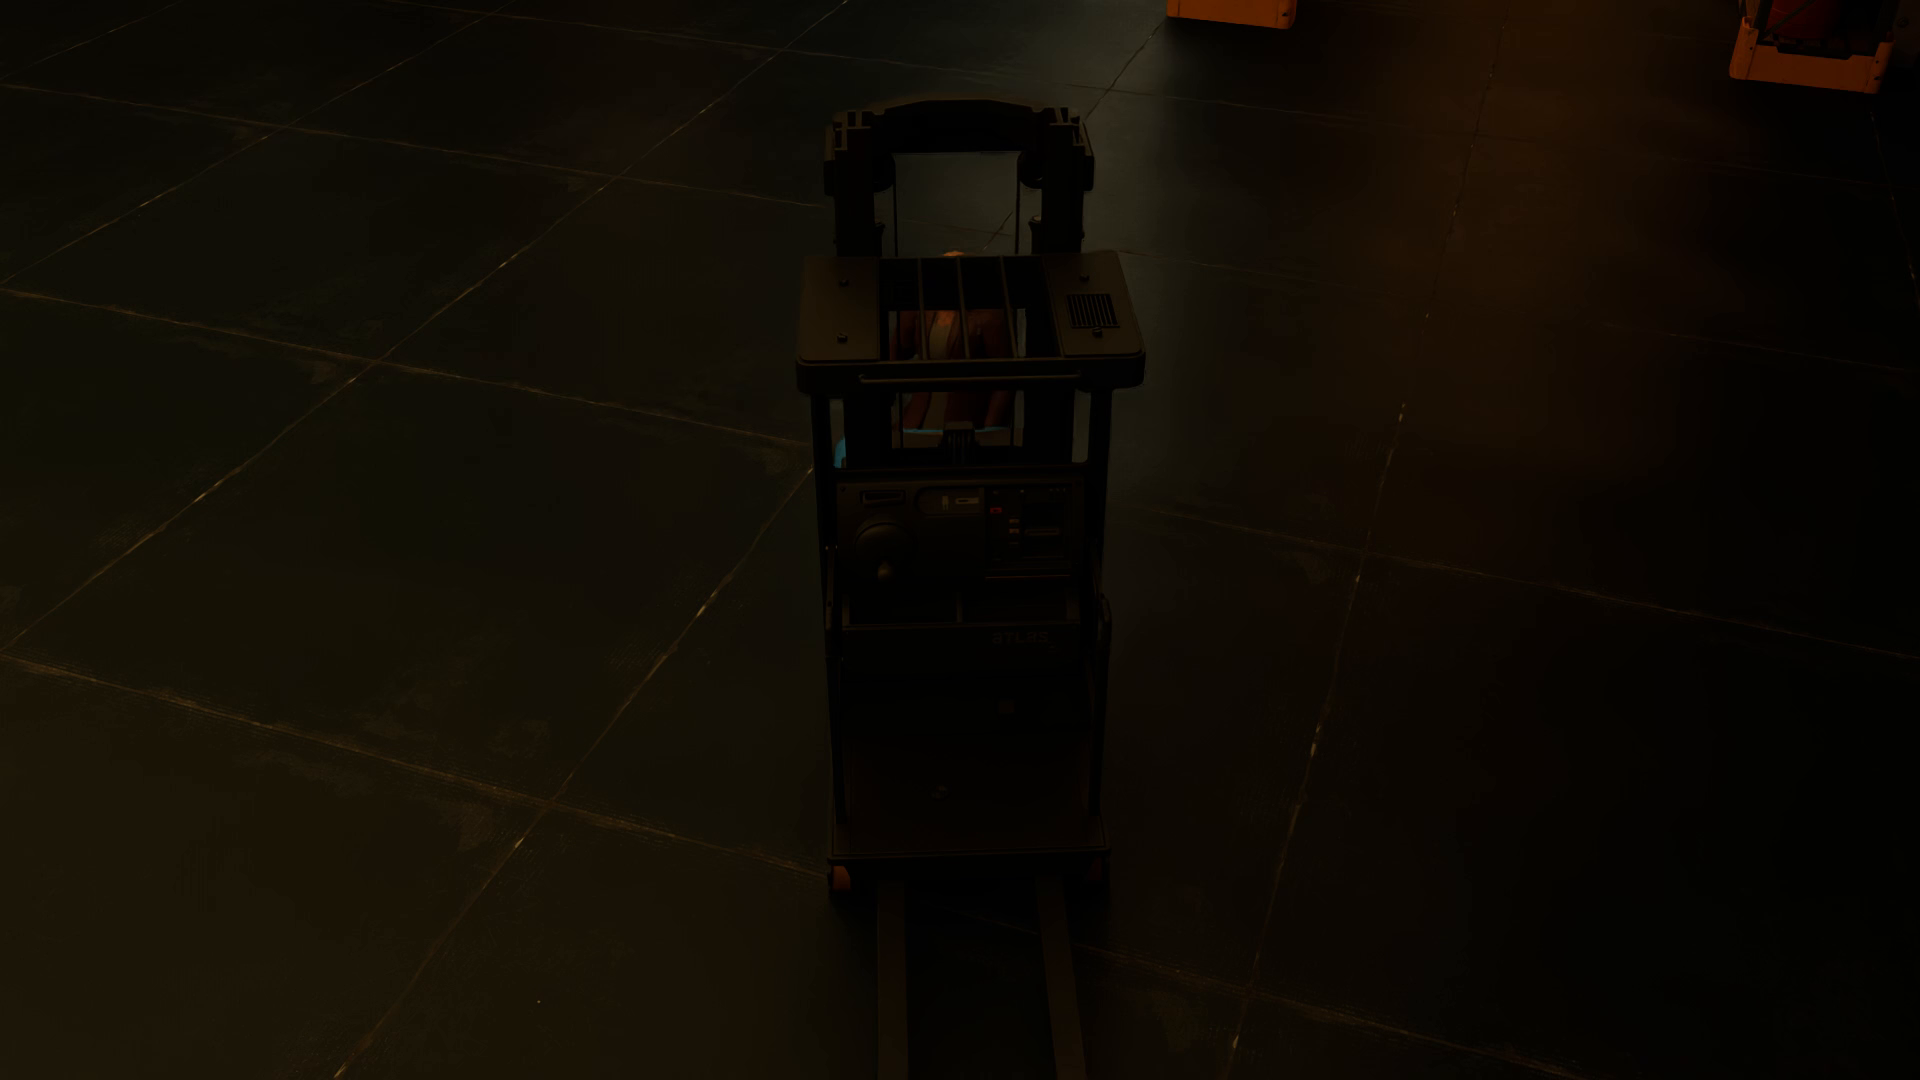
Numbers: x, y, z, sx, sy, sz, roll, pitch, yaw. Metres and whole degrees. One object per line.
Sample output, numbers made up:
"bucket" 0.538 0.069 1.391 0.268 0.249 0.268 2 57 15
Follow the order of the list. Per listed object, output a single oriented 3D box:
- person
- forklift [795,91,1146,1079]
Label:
"person" -0.165 -0.501 7.870 0.763 1.723 0.757 24 42 30
"forklift" 0.016 0.020 6.082 1.130 2.935 3.031 -2 35 -2
